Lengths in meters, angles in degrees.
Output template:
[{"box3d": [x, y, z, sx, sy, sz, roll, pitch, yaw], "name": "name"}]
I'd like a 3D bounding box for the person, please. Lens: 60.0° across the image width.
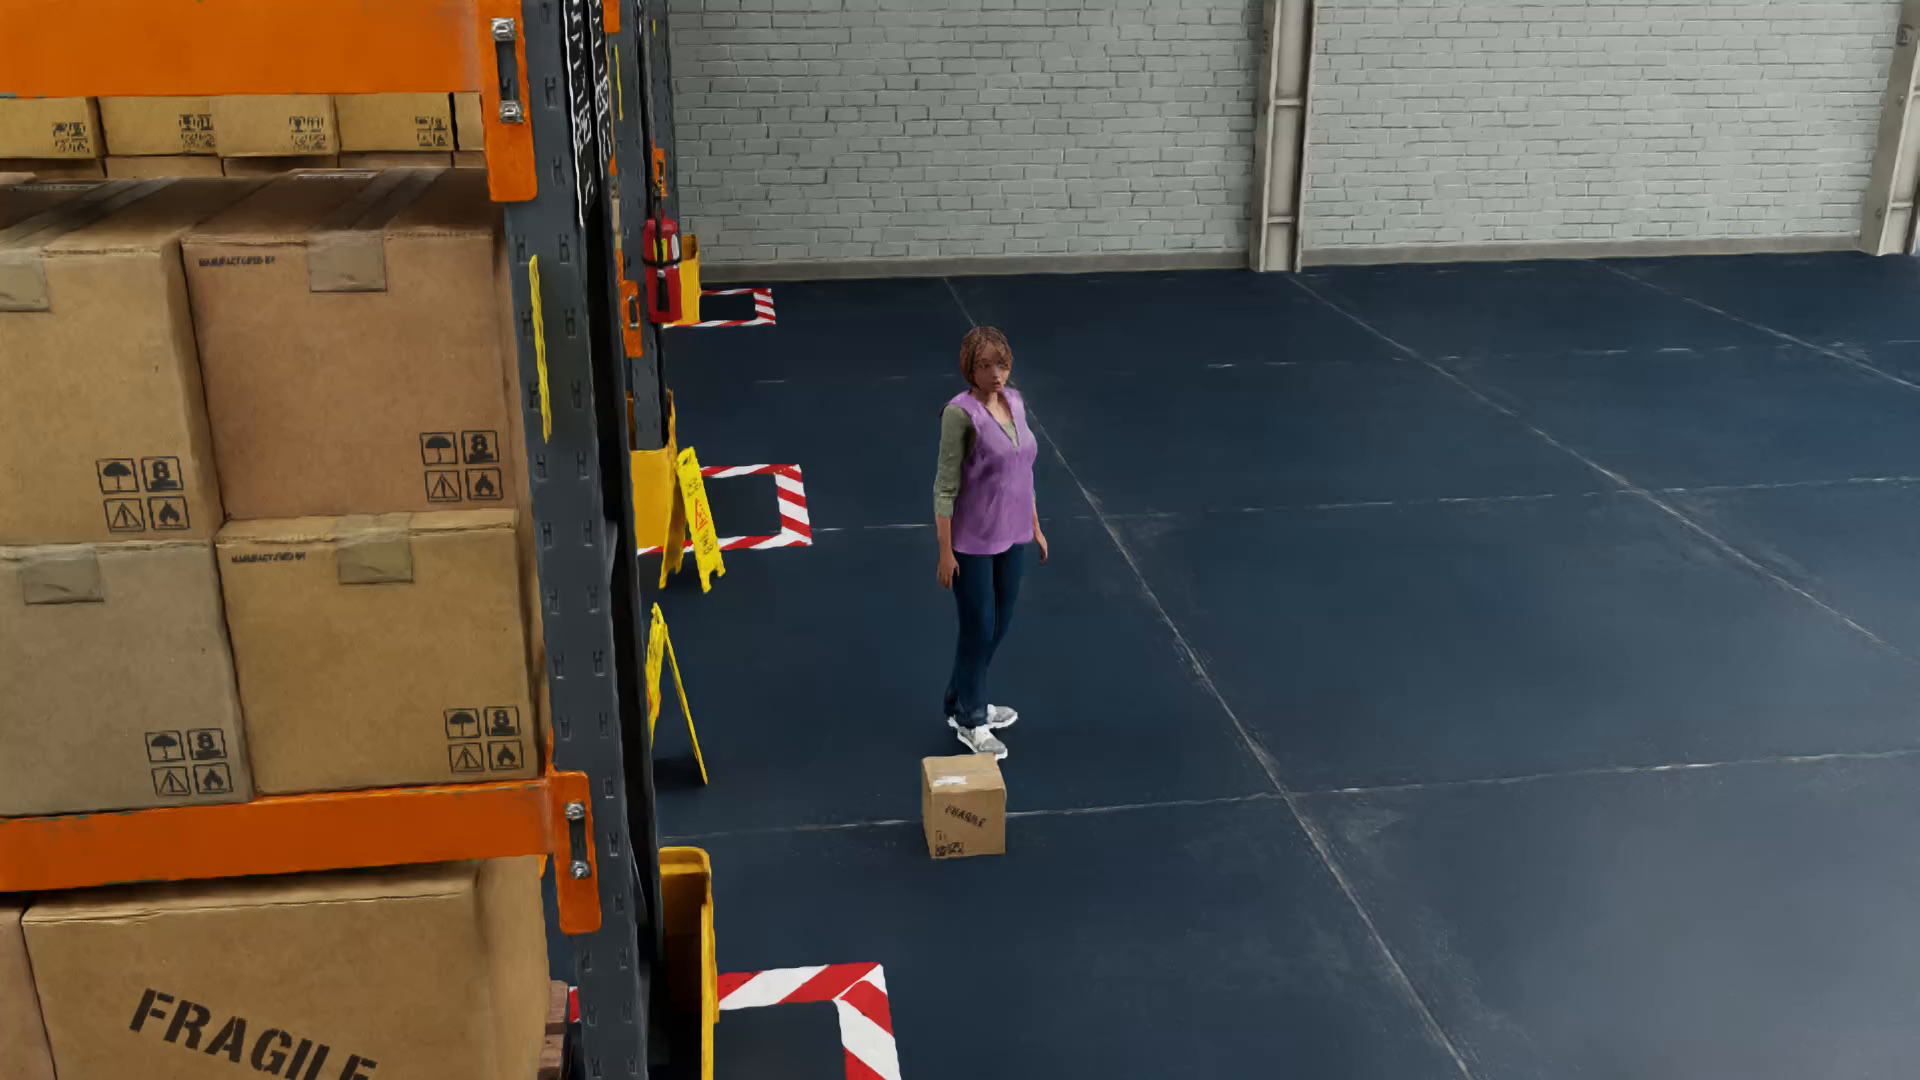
[{"box3d": [0.091, 0.006, 6.030, 0.354, 1.601, 0.442, 16, 26, 37], "name": "person"}]
